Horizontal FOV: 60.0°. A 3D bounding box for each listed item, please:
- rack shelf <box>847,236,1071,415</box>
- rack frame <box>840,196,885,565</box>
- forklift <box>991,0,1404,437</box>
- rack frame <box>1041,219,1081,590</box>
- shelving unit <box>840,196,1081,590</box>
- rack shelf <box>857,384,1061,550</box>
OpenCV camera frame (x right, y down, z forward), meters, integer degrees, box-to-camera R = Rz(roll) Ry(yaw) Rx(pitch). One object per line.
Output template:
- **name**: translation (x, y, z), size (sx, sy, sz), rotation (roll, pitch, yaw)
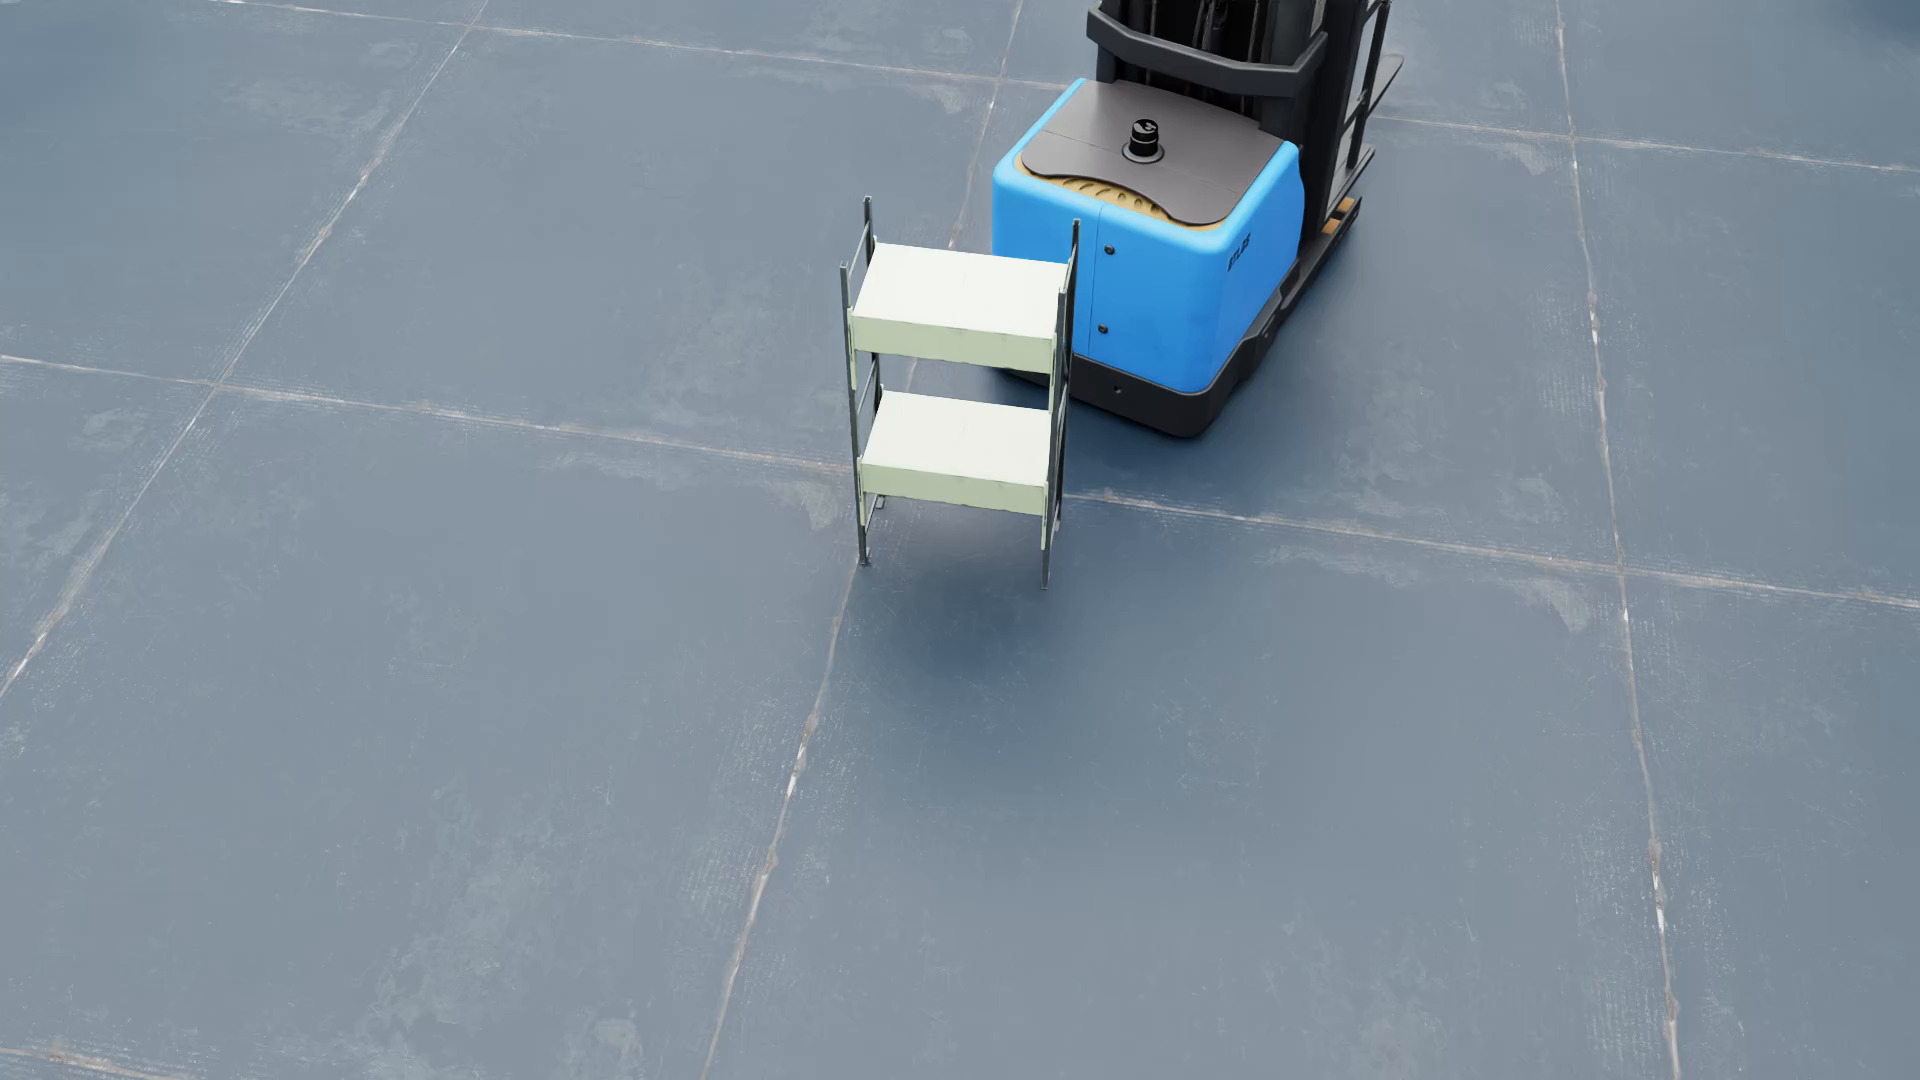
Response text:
- **rack shelf**: translation (0.007, -0.761, 5.873), size (0.720, 0.370, 0.431), rotation (8, 49, 7)
- **rack frame**: translation (-0.354, -0.549, 6.207), size (0.023, 1.500, 0.400), rotation (8, 49, 7)
- **forklift**: translation (1.281, -2.509, 7.006), size (1.130, 2.935, 3.031), rotation (23, 52, 19)
- **rack frame**: translation (0.367, -0.452, 6.120), size (0.023, 1.500, 0.400), rotation (8, 49, 7)
- **shelving unit**: translation (0.007, -0.500, 6.163), size (0.755, 1.500, 0.431), rotation (8, 49, 7)
- **rack shelf**: translation (0.007, -0.283, 6.406), size (0.720, 0.370, 0.431), rotation (8, 49, 7)
